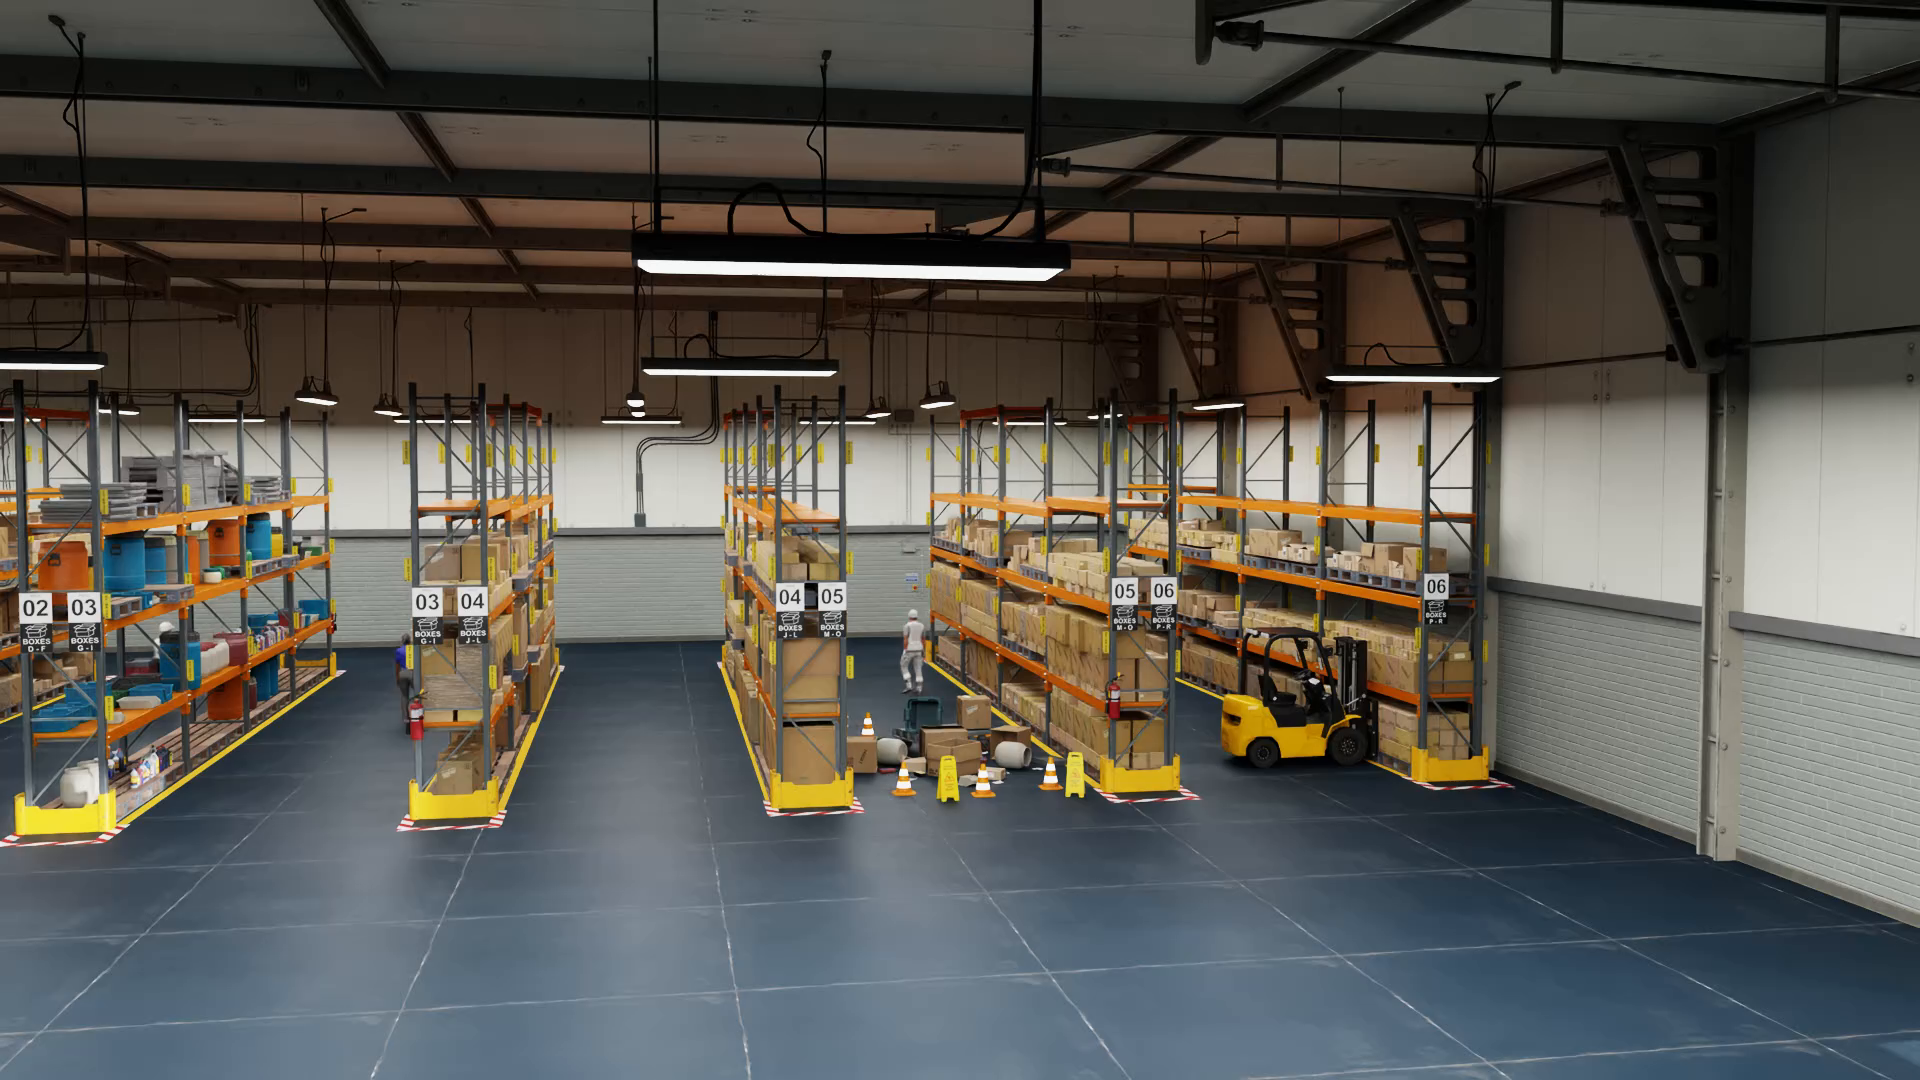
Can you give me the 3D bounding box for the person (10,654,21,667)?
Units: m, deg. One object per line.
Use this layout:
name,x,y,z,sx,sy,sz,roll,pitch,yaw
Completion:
person,-22.014,2.202,38.850,0.628,1.695,0.593,-1,3,-14

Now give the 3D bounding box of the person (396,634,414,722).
person,-10.370,2.589,31.254,0.507,1.646,0.457,0,3,-2

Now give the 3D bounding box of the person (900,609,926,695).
person,-0.967,2.341,34.803,0.588,1.783,0.536,-2,3,-32

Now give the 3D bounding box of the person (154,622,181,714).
person,-15.403,2.475,32.312,0.577,1.763,0.498,0,3,-2
